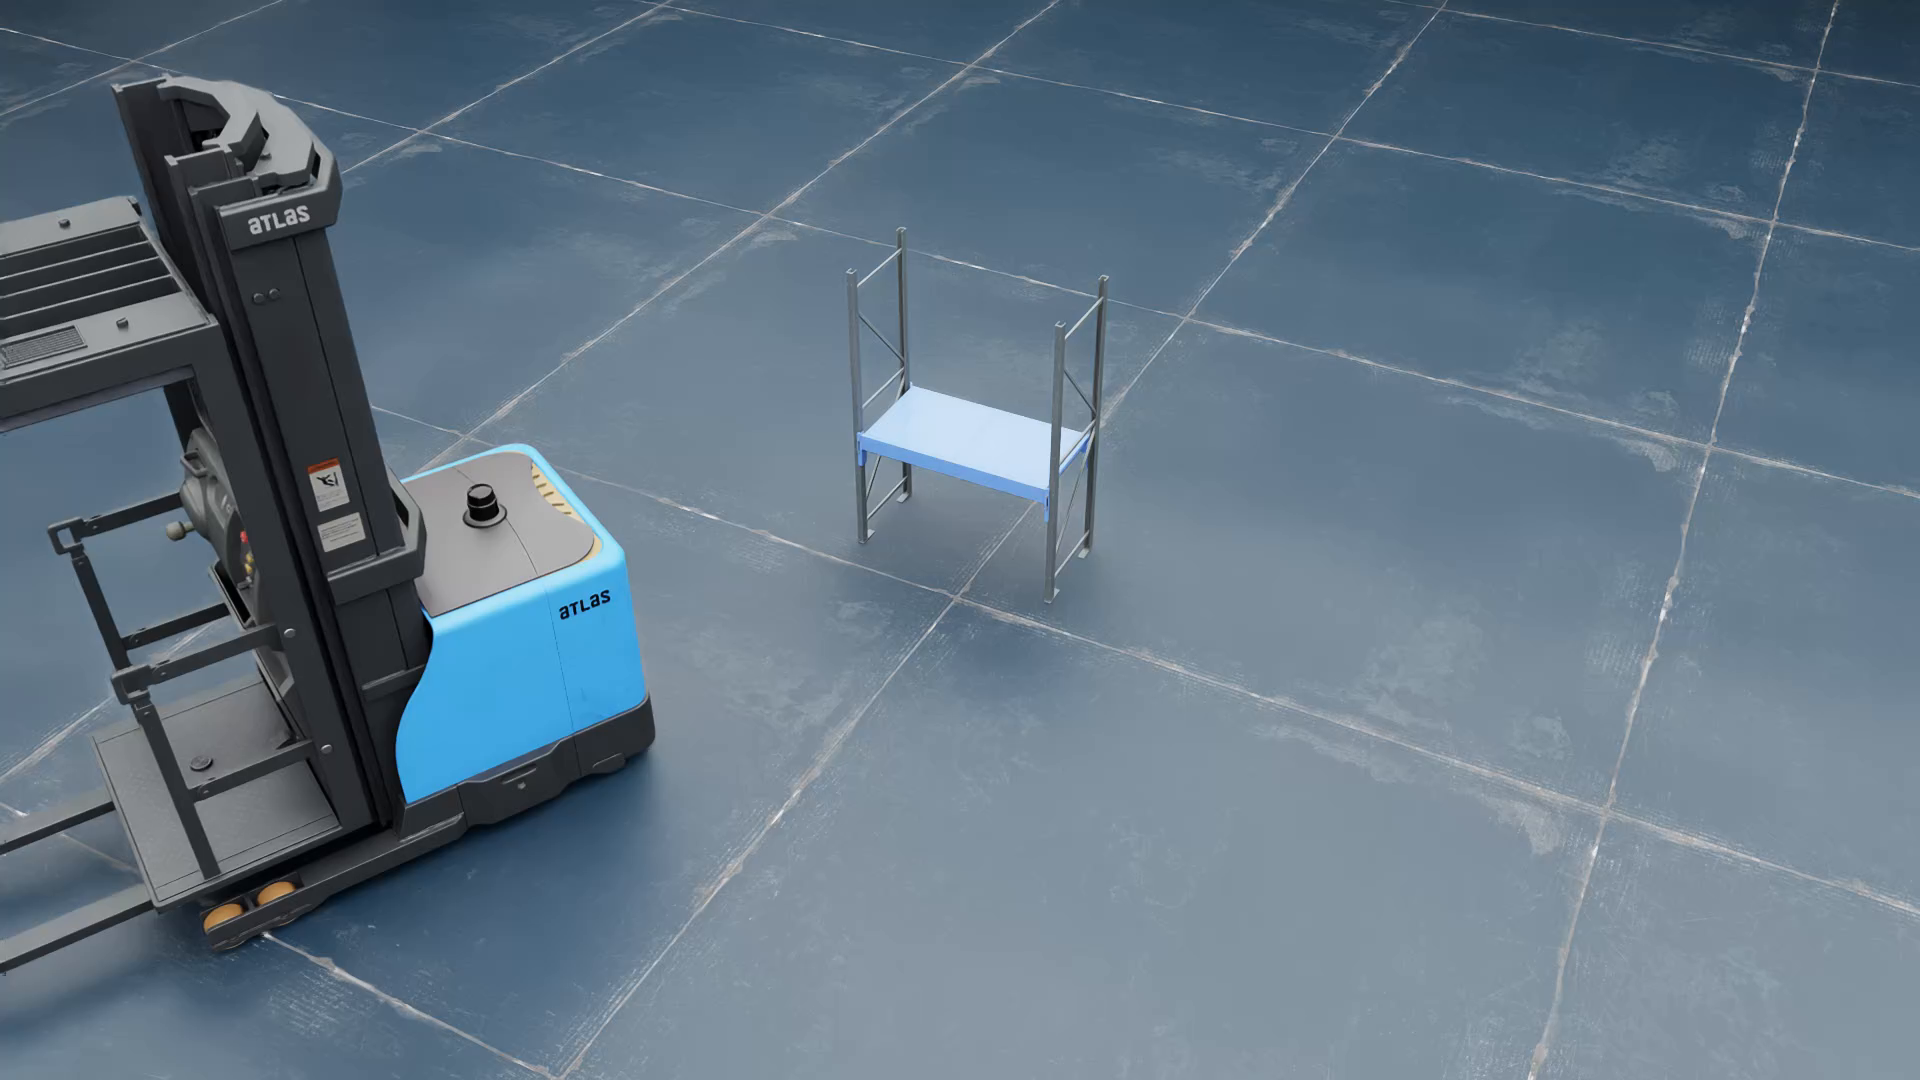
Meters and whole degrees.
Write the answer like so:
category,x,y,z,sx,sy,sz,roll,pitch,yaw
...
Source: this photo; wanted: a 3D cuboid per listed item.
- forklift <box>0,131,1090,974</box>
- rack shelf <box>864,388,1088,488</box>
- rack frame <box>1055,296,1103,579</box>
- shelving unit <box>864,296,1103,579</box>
category,x,y,z,sx,sy,sz,roll,pitch,yaw
forklift,-8.715,-1.110,6.756,15.967,3.598,10.324,-23,43,-27
rack shelf,0.076,-0.469,7.864,0.952,0.062,0.459,17,41,21
rack frame,0.528,-0.433,7.600,0.013,1.308,0.475,17,41,21
shelving unit,0.094,-0.569,7.779,0.991,1.308,0.475,17,41,21
